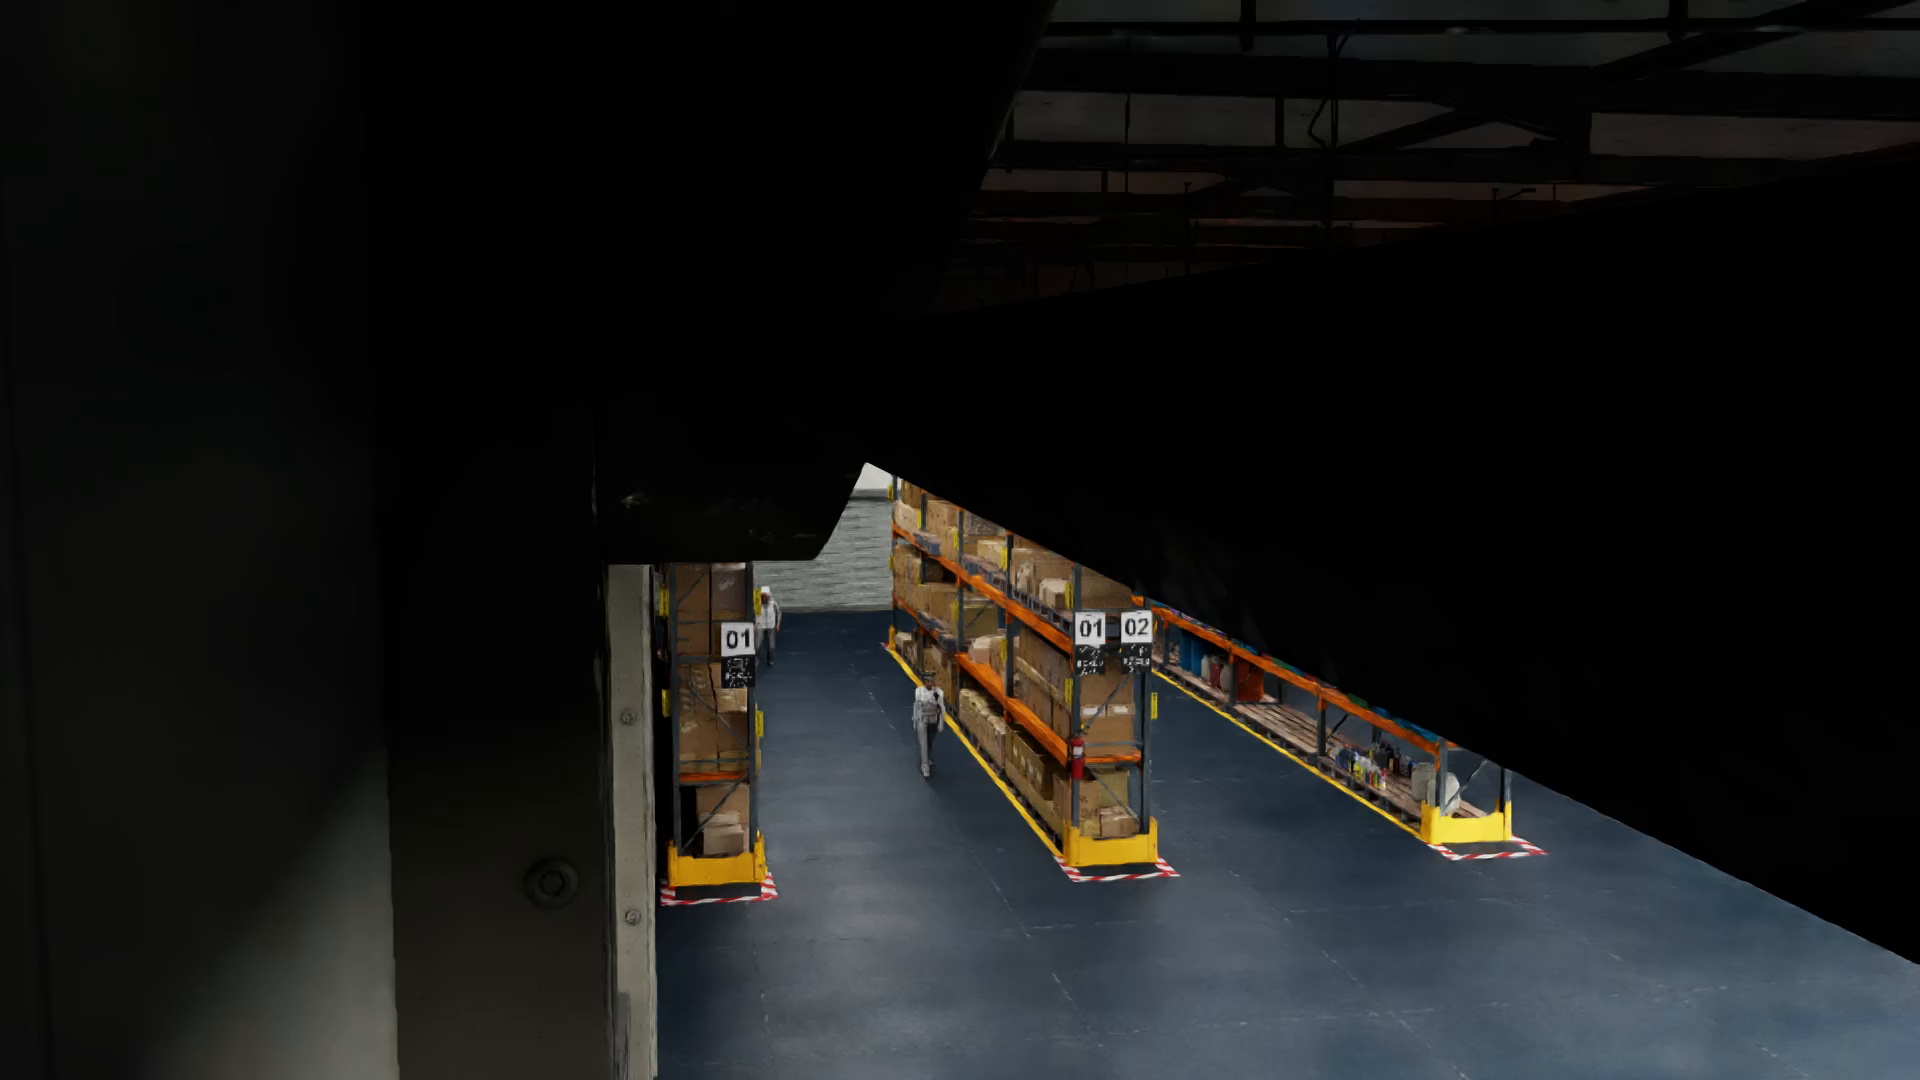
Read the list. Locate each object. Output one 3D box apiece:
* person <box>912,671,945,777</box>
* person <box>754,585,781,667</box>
[{"bbox_3d":[-0.465,2.768,25.491,0.488,1.590,1.079,-1,6,-12],"label":"person"},{"bbox_3d":[-4.023,1.779,34.267,0.677,1.726,0.574,-1,6,-13],"label":"person"}]
